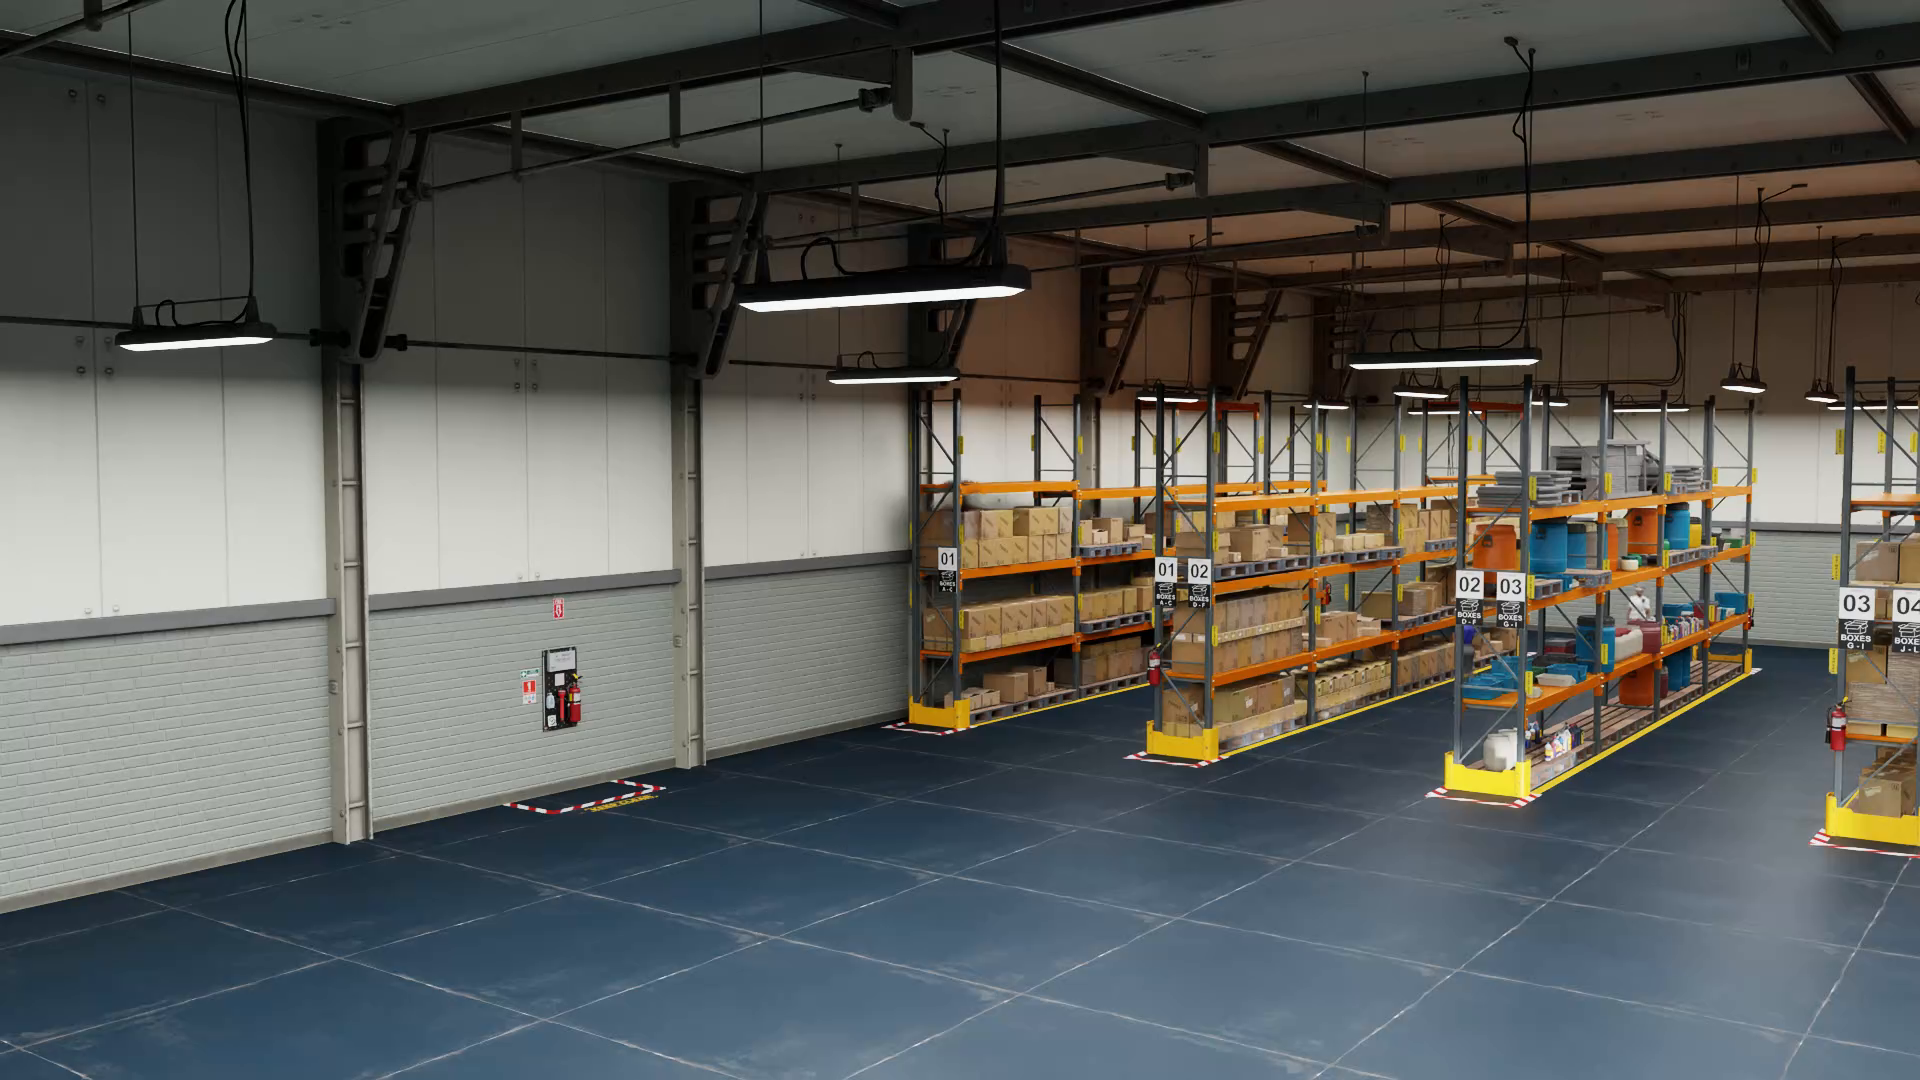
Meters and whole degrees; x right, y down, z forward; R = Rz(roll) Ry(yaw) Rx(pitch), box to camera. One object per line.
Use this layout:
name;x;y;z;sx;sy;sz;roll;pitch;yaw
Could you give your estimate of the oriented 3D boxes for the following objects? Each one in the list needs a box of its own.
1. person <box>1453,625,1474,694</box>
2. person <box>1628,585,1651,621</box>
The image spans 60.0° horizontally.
person;10.091;2.274;33.261;0.363;1.672;0.528;2;4;33
person;16.182;1.880;39.633;0.497;1.611;0.438;1;3;13
